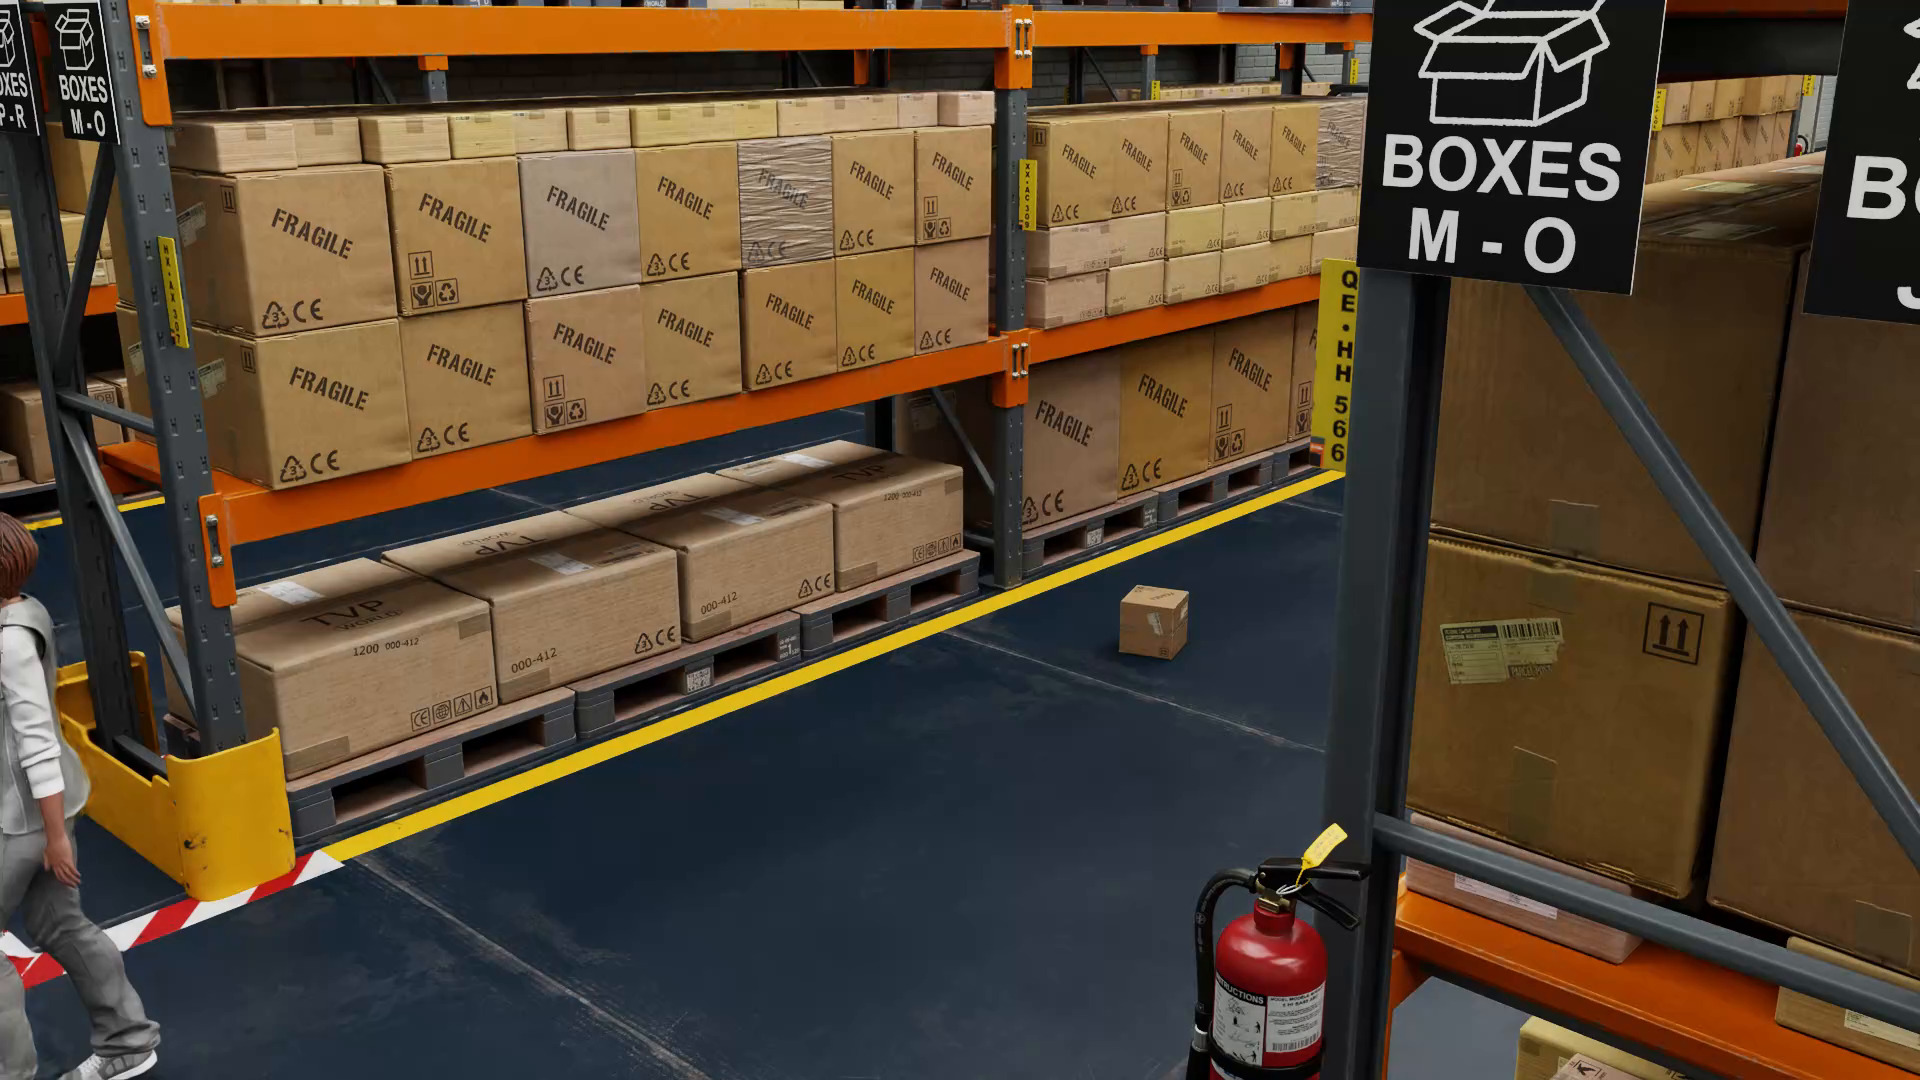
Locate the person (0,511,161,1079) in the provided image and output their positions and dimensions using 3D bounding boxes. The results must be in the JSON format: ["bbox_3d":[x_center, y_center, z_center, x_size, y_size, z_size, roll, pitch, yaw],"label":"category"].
[{"bbox_3d":[-2.408,0.729,4.226,0.519,1.626,0.483,-7,19,-22],"label":"person"}]
